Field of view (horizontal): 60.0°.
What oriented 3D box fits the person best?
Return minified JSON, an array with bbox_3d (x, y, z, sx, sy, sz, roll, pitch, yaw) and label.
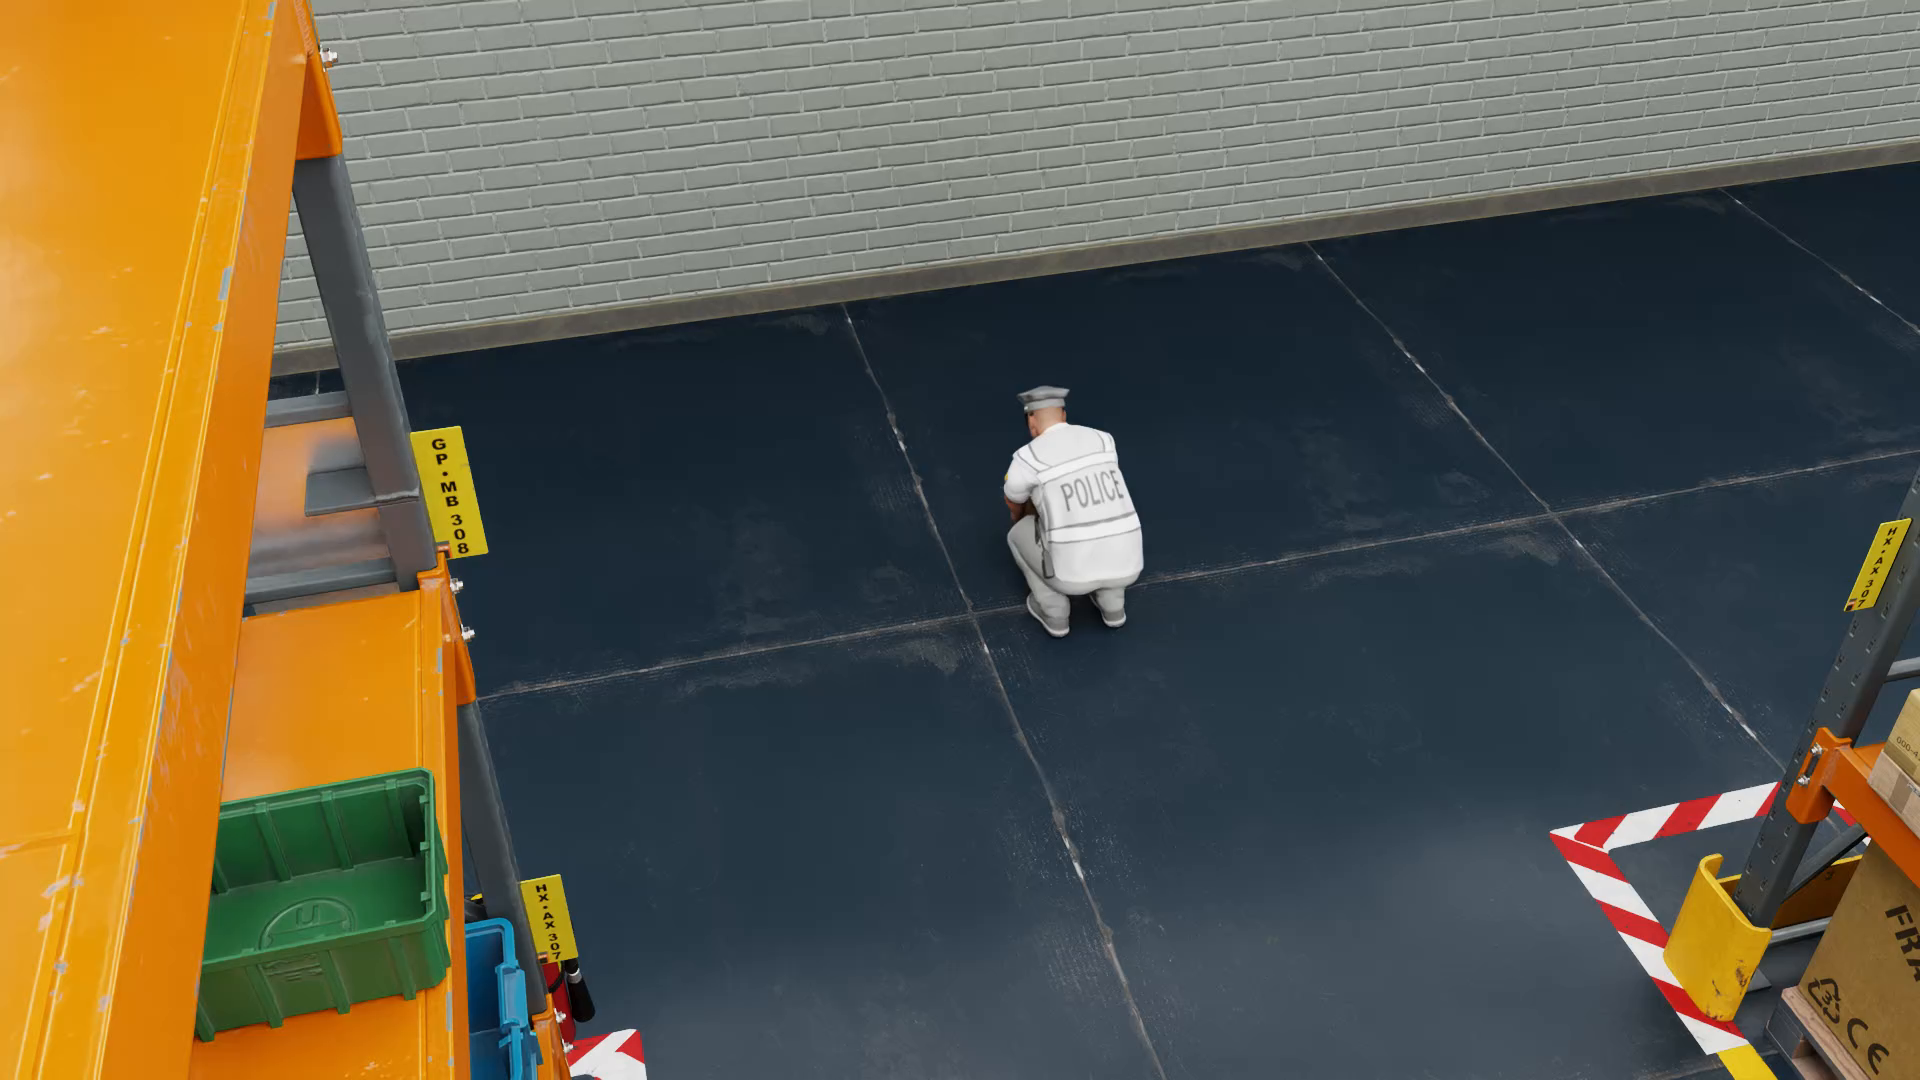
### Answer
[{"bbox_3d":[0.498,-0.139,7.502,0.556,1.009,0.907,-9,39,-12],"label":"person"}]
